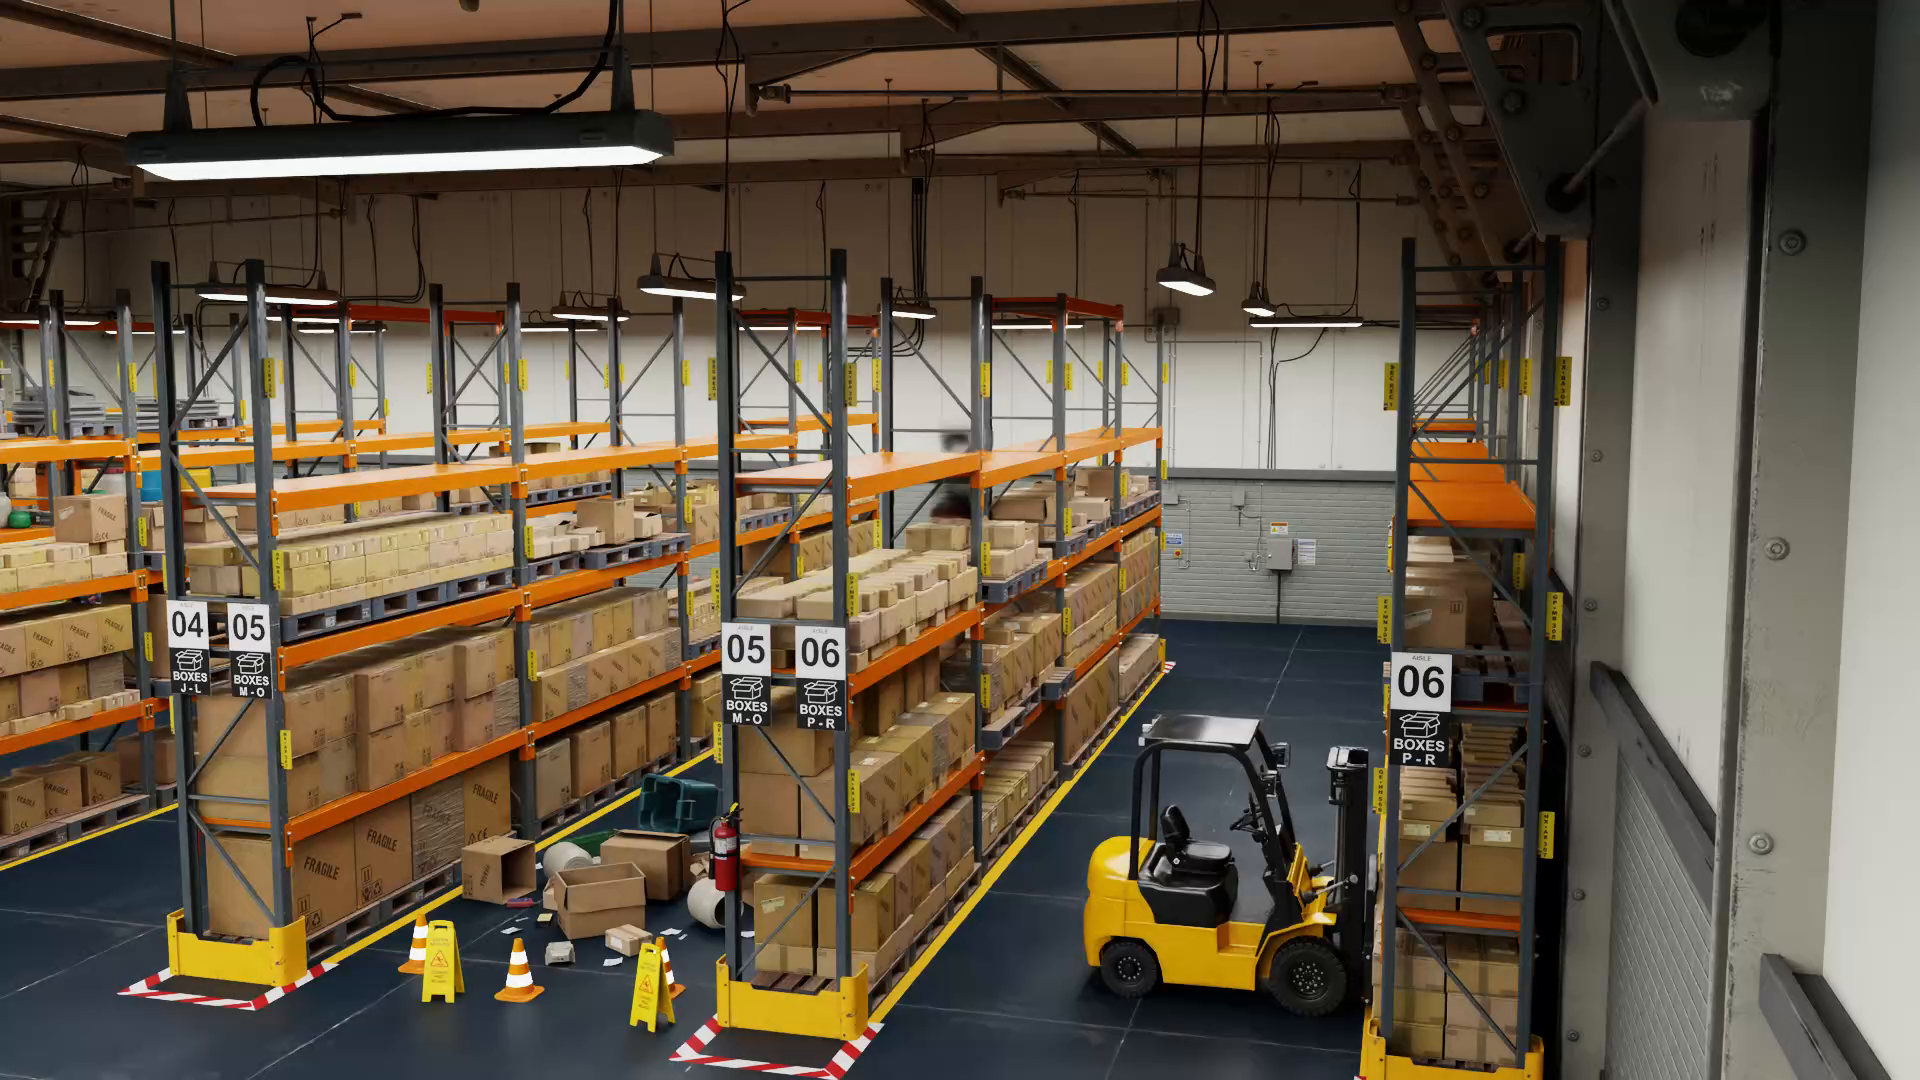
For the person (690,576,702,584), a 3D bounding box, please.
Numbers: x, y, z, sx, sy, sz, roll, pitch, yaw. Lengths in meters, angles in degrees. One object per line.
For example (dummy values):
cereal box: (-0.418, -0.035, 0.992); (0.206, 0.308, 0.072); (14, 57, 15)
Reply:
person: (-4.292, 1.430, 27.469); (0.668, 1.690, 0.620); (3, 7, 25)
